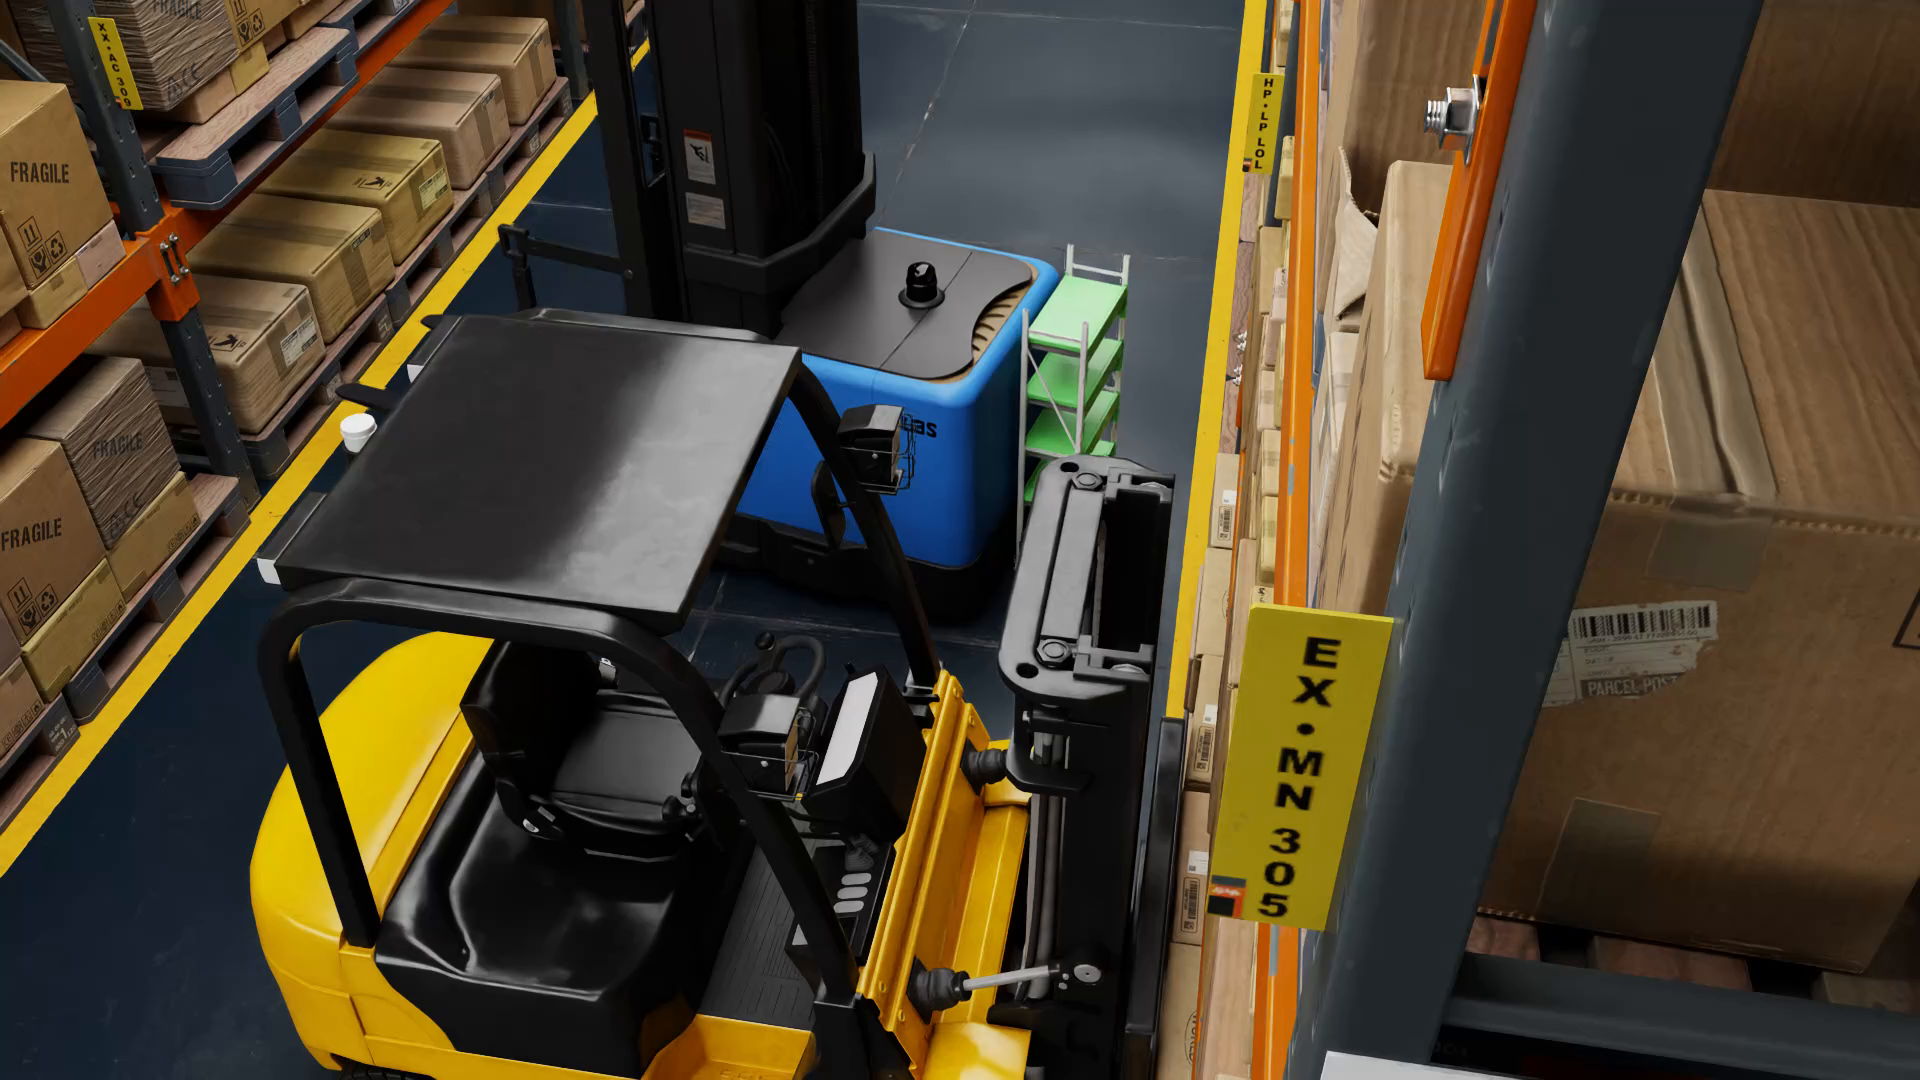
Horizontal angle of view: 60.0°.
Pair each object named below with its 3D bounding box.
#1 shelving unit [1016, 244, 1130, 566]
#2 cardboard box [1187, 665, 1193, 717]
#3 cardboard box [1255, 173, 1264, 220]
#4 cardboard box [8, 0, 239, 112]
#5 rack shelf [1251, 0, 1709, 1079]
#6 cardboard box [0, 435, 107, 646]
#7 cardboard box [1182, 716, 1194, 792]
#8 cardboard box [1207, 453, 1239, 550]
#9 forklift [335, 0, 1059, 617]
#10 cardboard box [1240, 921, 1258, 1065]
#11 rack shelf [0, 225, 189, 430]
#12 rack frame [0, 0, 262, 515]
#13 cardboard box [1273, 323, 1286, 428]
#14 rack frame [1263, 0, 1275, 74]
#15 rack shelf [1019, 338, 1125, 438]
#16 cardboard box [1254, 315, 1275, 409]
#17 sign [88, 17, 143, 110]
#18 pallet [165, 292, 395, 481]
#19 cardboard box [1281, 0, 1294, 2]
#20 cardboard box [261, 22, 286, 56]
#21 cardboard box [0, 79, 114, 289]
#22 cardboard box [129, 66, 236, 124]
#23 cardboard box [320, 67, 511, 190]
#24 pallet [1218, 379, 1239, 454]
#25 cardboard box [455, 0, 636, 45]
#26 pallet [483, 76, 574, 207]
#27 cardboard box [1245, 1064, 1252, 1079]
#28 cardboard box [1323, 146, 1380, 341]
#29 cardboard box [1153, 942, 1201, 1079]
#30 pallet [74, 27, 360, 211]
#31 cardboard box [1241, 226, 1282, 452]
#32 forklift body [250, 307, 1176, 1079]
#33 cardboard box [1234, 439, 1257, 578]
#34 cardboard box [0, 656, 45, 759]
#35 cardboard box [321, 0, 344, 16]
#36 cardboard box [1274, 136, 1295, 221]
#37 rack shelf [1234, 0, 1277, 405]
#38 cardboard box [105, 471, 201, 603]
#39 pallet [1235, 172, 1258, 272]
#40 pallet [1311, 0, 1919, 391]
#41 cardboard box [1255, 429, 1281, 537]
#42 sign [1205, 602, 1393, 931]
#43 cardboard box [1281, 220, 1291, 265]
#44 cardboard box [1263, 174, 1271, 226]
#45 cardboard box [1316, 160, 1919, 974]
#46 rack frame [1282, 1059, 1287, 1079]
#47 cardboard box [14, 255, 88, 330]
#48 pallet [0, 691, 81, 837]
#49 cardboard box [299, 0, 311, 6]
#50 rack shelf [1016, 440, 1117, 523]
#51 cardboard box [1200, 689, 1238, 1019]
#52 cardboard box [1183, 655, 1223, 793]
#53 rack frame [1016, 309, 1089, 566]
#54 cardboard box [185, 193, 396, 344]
[{"bbox_3d":[0.425,-0.465,6.371,0.258,1.200,0.503,14,42,16],"label":"shelving unit"},{"bbox_3d":[0.984,0.684,5.397,0.500,0.250,0.500,6,40,7],"label":"cardboard box"},{"bbox_3d":[1.377,-1.405,6.213,0.500,0.250,0.500,6,40,7],"label":"cardboard box"},{"bbox_3d":[-3.060,-1.924,6.082,0.500,0.500,0.500,7,40,9],"label":"cardboard box"},{"bbox_3d":[1.120,-0.425,3.121,1.077,0.370,4.000,6,40,8],"label":"rack shelf"},{"bbox_3d":[-3.347,-0.018,5.657,0.500,0.500,0.500,7,40,8],"label":"cardboard box"},{"bbox_3d":[0.895,0.804,4.860,0.500,0.250,0.500,6,40,7],"label":"cardboard box"},{"bbox_3d":[1.074,-0.020,5.464,0.500,0.250,0.500,6,40,7],"label":"cardboard box"},{"bbox_3d":[-1.174,-1.433,6.183,3.031,2.935,1.130,14,42,17],"label":"forklift"},{"bbox_3d":[0.659,0.732,2.690,0.380,0.149,0.250,7,40,9],"label":"cardboard box"},{"bbox_3d":[-3.769,0.186,4.736,1.077,0.370,4.000,6,40,8],"label":"rack shelf"},{"bbox_3d":[-3.423,-1.347,6.025,1.000,3.000,0.127,6,40,8],"label":"rack frame"},{"bbox_3d":[0.963,-0.386,4.042,0.380,0.149,0.250,6,40,7],"label":"cardboard box"},{"bbox_3d":[2.159,-3.312,8.402,1.000,3.000,0.127,6,40,8],"label":"rack frame"},{"bbox_3d":[0.425,-0.600,6.258,0.258,0.148,0.480,14,42,16],"label":"rack shelf"},{"bbox_3d":[0.975,-0.443,4.345,0.380,0.149,0.250,7,40,9],"label":"cardboard box"},{"bbox_3d":[-2.887,-1.625,5.682,0.100,0.325,0.005,6,40,8],"label":"sign"},{"bbox_3d":[-3.290,-0.761,7.504,1.003,0.211,1.213,6,40,8],"label":"pallet"},{"bbox_3d":[1.476,-1.917,6.440,0.500,0.250,0.500,7,40,9],"label":"cardboard box"},{"bbox_3d":[-2.991,-2.066,6.762,0.380,0.149,0.250,9,40,11],"label":"cardboard box"},{"bbox_3d":[-3.255,-1.194,5.528,0.500,0.500,0.500,5,40,7],"label":"cardboard box"},{"bbox_3d":[-3.016,-1.724,6.348,0.380,0.149,0.250,7,40,8],"label":"cardboard box"},{"bbox_3d":[-2.958,-2.189,8.776,0.950,0.372,0.625,6,40,7],"label":"cardboard box"},{"bbox_3d":[1.555,-0.194,6.819,1.003,0.211,1.213,6,40,8],"label":"pallet"},{"bbox_3d":[-2.530,-3.624,10.117,0.875,0.875,0.875,6,40,7],"label":"cardboard box"},{"bbox_3d":[-2.868,-2.292,9.357,1.003,0.211,1.213,6,40,8],"label":"pallet"},{"bbox_3d":[0.678,0.852,2.778,0.380,0.149,0.250,7,40,9],"label":"cardboard box"},{"bbox_3d":[0.662,-0.309,2.113,0.396,0.266,0.258,6,40,8],"label":"cardboard box"},{"bbox_3d":[0.707,1.259,3.917,0.500,0.250,0.500,7,40,8],"label":"cardboard box"},{"bbox_3d":[-3.148,-1.736,6.647,1.003,0.211,1.213,6,40,8],"label":"pallet"},{"bbox_3d":[1.132,-0.591,5.032,0.500,0.500,0.500,5,40,6],"label":"cardboard box"},{"bbox_3d":[-0.695,0.645,4.282,2.313,2.155,1.214,6,40,8],"label":"forklift body"},{"bbox_3d":[0.972,0.056,4.250,0.500,0.500,0.500,6,40,7],"label":"cardboard box"},{"bbox_3d":[-3.436,0.606,5.492,0.500,0.250,0.500,7,40,8],"label":"cardboard box"},{"bbox_3d":[-2.860,-2.378,7.139,0.380,0.149,0.250,7,40,8],"label":"cardboard box"},{"bbox_3d":[1.119,-1.038,4.830,0.380,0.149,0.250,7,40,9],"label":"cardboard box"},{"bbox_3d":[1.812,-1.780,7.113,1.077,0.370,4.000,6,40,8],"label":"rack shelf"},{"bbox_3d":[-3.261,-0.048,6.282,0.500,0.250,0.500,8,40,10],"label":"cardboard box"},{"bbox_3d":[1.978,-1.725,8.671,1.003,0.211,1.213,6,40,8],"label":"pallet"},{"bbox_3d":[1.131,-0.622,2.864,1.003,0.211,1.213,6,40,8],"label":"pallet"},{"bbox_3d":[0.902,-0.119,3.952,0.380,0.149,0.250,5,40,6],"label":"cardboard box"},{"bbox_3d":[0.242,0.173,1.200,0.100,0.325,0.005,6,40,8],"label":"sign"},{"bbox_3d":[1.152,-0.919,4.920,0.380,0.149,0.250,6,40,7],"label":"cardboard box"},{"bbox_3d":[1.300,-1.273,5.661,0.500,0.250,0.500,6,40,7],"label":"cardboard box"},{"bbox_3d":[0.611,0.009,1.544,0.500,0.500,0.500,8,40,9],"label":"cardboard box"},{"bbox_3d":[0.774,1.709,2.329,1.000,3.000,0.127,6,40,8],"label":"rack frame"},{"bbox_3d":[-3.215,-0.857,5.630,0.380,0.149,0.250,7,40,9],"label":"cardboard box"},{"bbox_3d":[-3.713,0.921,5.470,1.003,0.211,1.213,6,40,8],"label":"pallet"},{"bbox_3d":[-2.874,-2.547,6.836,0.500,0.500,0.500,6,40,7],"label":"cardboard box"},{"bbox_3d":[0.425,-0.231,6.564,0.258,0.148,0.480,14,42,16],"label":"rack shelf"},{"bbox_3d":[0.788,0.686,3.488,0.500,0.500,0.500,6,40,7],"label":"cardboard box"},{"bbox_3d":[0.900,0.613,4.698,0.500,0.250,0.500,8,40,9],"label":"cardboard box"},{"bbox_3d":[0.335,-0.320,6.196,0.240,1.200,0.015,14,42,16],"label":"rack frame"},{"bbox_3d":[-3.214,-1.277,7.673,0.950,0.372,0.625,9,40,10],"label":"cardboard box"}]
